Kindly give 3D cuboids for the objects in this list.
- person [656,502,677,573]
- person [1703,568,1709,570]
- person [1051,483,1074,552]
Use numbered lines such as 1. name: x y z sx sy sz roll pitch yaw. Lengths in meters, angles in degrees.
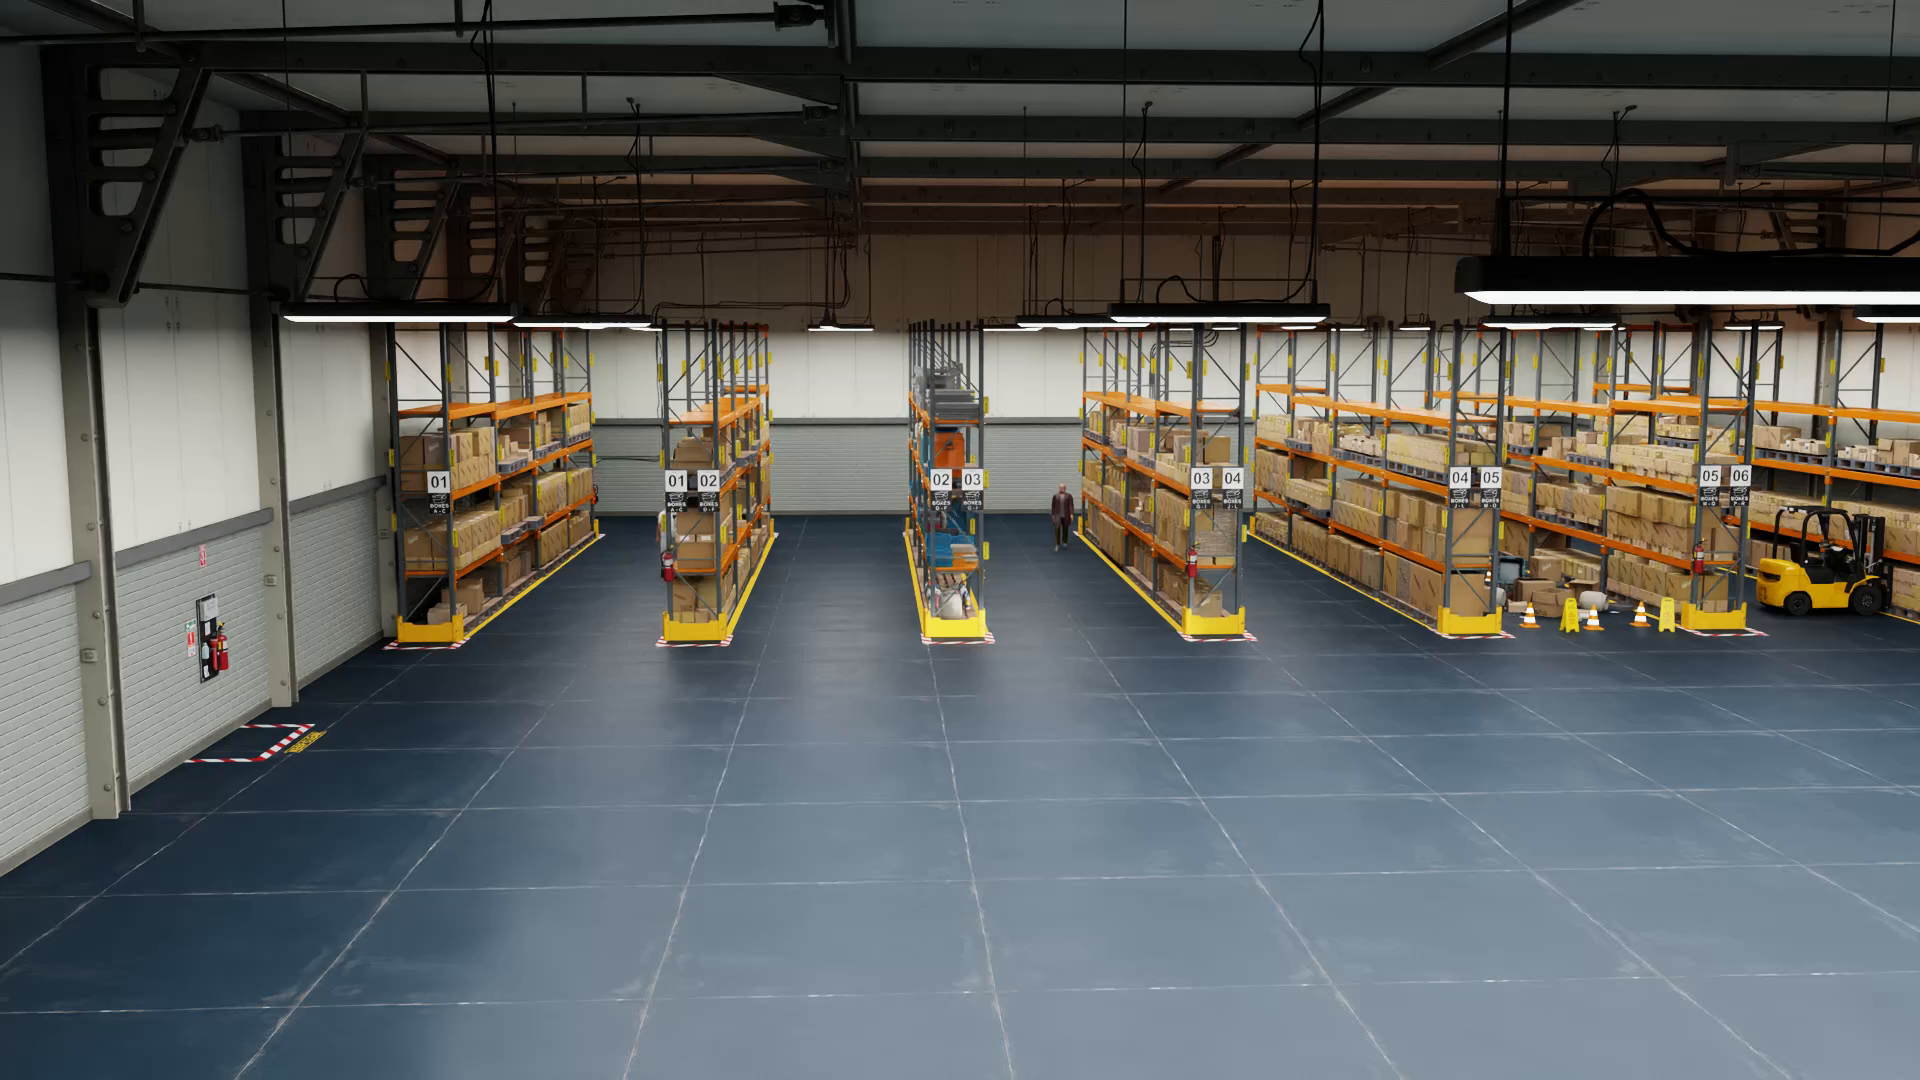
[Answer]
1. person: -7.038 -0.102 40.097 0.625 1.699 1.062 -1 7 -5
2. person: 16.300 0.443 36.402 0.415 1.604 0.483 -2 7 -17
3. person: 2.735 -0.626 44.306 0.625 1.761 1.038 1 7 5
